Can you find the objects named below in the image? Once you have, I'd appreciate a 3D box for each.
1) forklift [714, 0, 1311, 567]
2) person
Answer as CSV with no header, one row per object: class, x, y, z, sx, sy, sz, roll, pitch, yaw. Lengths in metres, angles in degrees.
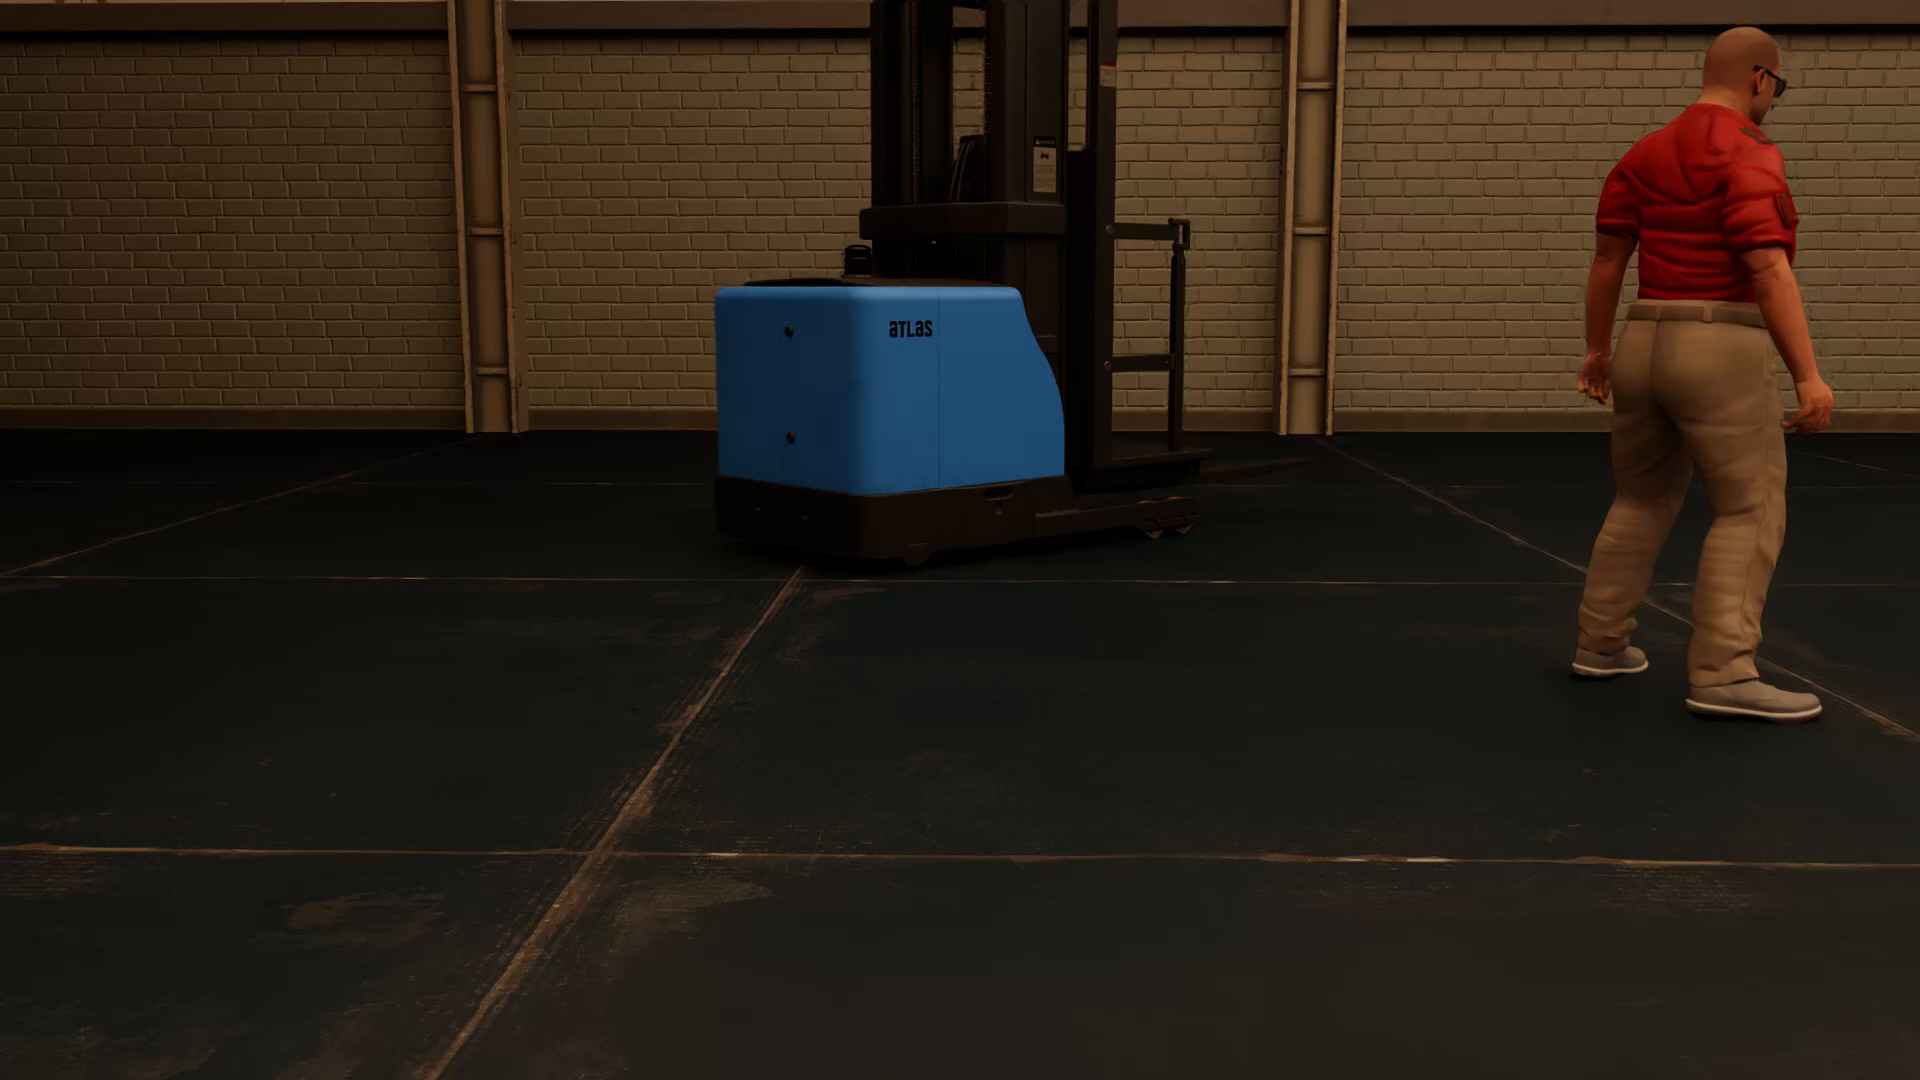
forklift,0.413,-1.511,7.311,3.031,2.935,1.130,-8,12,-42
person,1.919,-0.428,4.290,0.359,1.721,0.769,-3,9,-20
